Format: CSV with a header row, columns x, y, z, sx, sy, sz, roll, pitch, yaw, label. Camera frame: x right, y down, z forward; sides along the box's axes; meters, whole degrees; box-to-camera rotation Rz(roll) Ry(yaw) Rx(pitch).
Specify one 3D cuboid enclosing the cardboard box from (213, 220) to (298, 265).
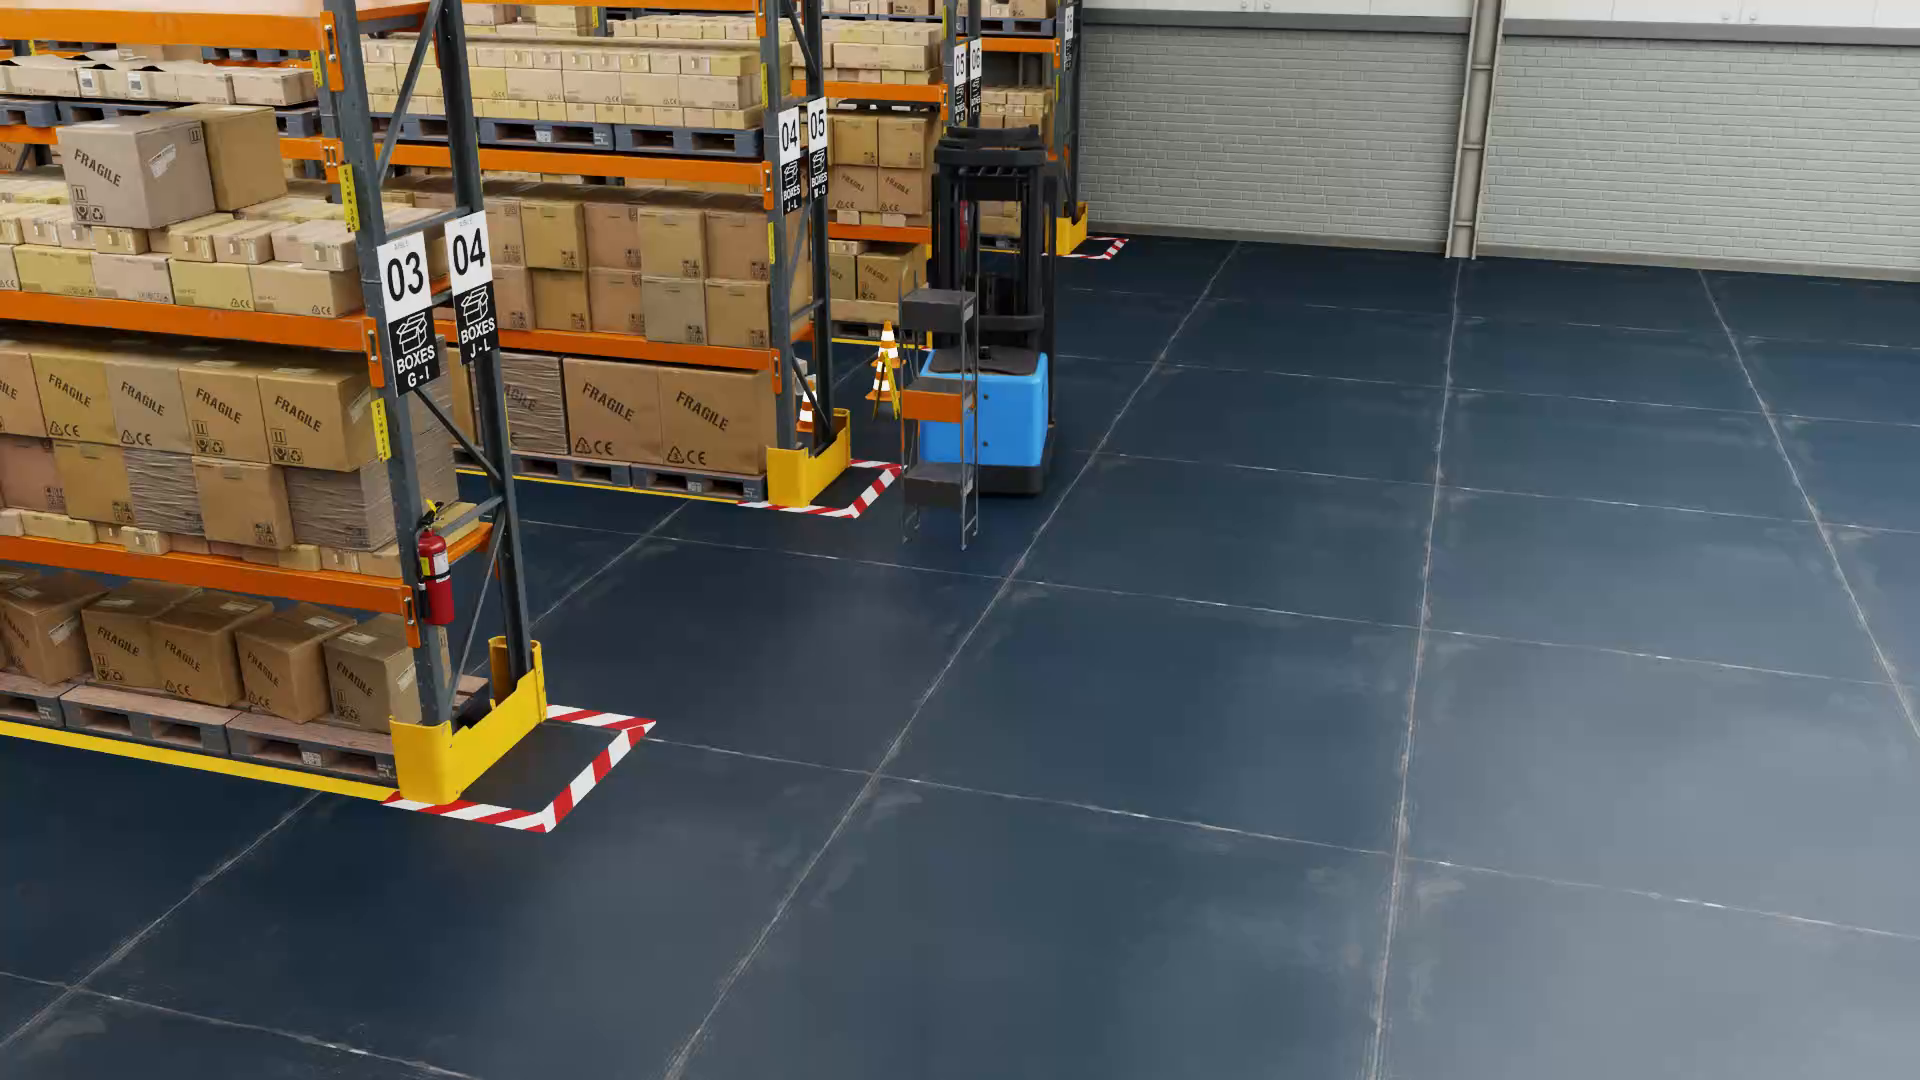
x,y,z,sx,sy,sz,roll,pitch,yaw,label
-3.705,-1.572,8.774,0.250,0.149,0.380,6,23,13,cardboard box

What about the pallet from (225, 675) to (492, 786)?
x,y,z,sx,sy,sz,roll,pitch,yaw,label
-3.680,1.089,10.241,1.213,0.211,1.003,7,23,16,pallet

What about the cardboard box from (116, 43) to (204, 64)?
x,y,z,sx,sy,sz,roll,pitch,yaw,label
-7.225,-4.344,15.044,0.500,0.500,0.500,7,23,16,cardboard box

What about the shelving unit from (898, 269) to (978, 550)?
x,y,z,sx,sy,sz,roll,pitch,yaw,label
-0.158,-0.990,12.821,0.503,2.100,0.431,7,23,16,shelving unit

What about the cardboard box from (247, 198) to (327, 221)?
x,y,z,sx,sy,sz,roll,pitch,yaw,label
-3.775,-1.810,9.355,0.250,0.149,0.380,7,23,18,cardboard box

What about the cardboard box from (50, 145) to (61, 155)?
x,y,z,sx,sy,sz,roll,pitch,yaw,label
-11.126,-5.018,20.994,0.500,0.250,0.500,6,23,14,cardboard box

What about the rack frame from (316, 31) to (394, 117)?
x,y,z,sx,sy,sz,roll,pitch,yaw,label
-5.140,-5.096,13.740,0.127,3.000,1.000,7,23,16,rack frame

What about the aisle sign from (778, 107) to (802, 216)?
x,y,z,sx,sy,sz,roll,pitch,yaw,label
-1.329,-2.968,13.032,0.004,0.787,0.394,7,23,16,aisle sign

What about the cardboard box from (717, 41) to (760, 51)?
x,y,z,sx,sy,sz,roll,pitch,yaw,label
-1.778,-3.943,13.477,0.250,0.149,0.380,7,23,16,cardboard box

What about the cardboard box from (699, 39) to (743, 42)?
x,y,z,sx,sy,sz,roll,pitch,yaw,label
-2.493,-5.325,18.058,0.500,0.250,0.500,7,23,16,cardboard box

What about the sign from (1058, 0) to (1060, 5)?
x,y,z,sx,sy,sz,roll,pitch,yaw,label
1.283,-7.060,21.420,0.005,0.325,0.100,7,23,16,sign

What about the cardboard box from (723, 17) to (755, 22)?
x,y,z,sx,sy,sz,roll,pitch,yaw,label
-2.439,-5.706,18.461,0.250,0.149,0.380,6,23,14,cardboard box

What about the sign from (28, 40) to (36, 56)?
x,y,z,sx,sy,sz,roll,pitch,yaw,label
-8.801,-4.623,15.755,0.005,0.325,0.100,7,23,16,sign

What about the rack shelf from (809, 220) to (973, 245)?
x,y,z,sx,sy,sz,roll,pitch,yaw,label
-1.892,-3.578,18.892,4.000,0.370,1.077,7,23,16,rack shelf

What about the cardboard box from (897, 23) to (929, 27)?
x,y,z,sx,sy,sz,roll,pitch,yaw,label
-0.505,-5.467,17.877,0.250,0.149,0.380,6,23,15,cardboard box

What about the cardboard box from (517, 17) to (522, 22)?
x,y,z,sx,sy,sz,roll,pitch,yaw,label
-5.225,-5.954,19.431,0.500,0.250,0.500,6,23,15,cardboard box

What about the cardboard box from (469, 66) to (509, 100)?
x,y,z,sx,sy,sz,roll,pitch,yaw,label
-3.786,-3.751,13.536,0.500,0.250,0.500,6,23,15,cardboard box

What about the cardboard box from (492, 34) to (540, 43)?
x,y,z,sx,sy,sz,roll,pitch,yaw,label
-3.728,-4.166,14.022,0.250,0.149,0.380,7,23,16,cardboard box

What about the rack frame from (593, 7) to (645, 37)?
x,y,z,sx,sy,sz,roll,pitch,yaw,label
-3.807,-6.905,18.152,0.127,3.000,1.000,7,23,16,rack frame

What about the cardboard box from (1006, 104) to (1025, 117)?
x,y,z,sx,sy,sz,roll,pitch,yaw,label
0.787,-5.795,22.363,0.250,0.149,0.380,7,23,16,cardboard box

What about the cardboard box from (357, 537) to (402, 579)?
x,y,z,sx,sy,sz,roll,pitch,yaw,label
-3.173,0.069,9.384,0.250,0.149,0.380,7,23,16,cardboard box

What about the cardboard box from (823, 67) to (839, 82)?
x,y,z,sx,sy,sz,roll,pitch,yaw,label
-1.368,-5.019,17.837,0.250,0.149,0.380,6,23,15,cardboard box

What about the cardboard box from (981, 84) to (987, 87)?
x,y,z,sx,sy,sz,roll,pitch,yaw,label
0.203,-6.211,22.985,0.250,0.149,0.380,7,23,17,cardboard box

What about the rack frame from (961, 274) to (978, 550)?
x,y,z,sx,sy,sz,roll,pitch,yaw,label
0.075,-0.963,12.756,0.015,2.100,0.400,7,23,16,rack frame

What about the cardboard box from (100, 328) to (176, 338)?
x,y,z,sx,sy,sz,roll,pitch,yaw,label
-4.724,-1.061,9.967,0.500,0.500,0.500,7,23,16,cardboard box

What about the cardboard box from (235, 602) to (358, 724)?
x,y,z,sx,sy,sz,roll,pitch,yaw,label
-4.015,0.744,10.149,0.500,0.500,0.500,13,26,29,cardboard box

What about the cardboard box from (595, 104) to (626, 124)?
x,y,z,sx,sy,sz,roll,pitch,yaw,label
-2.702,-3.419,13.250,0.250,0.149,0.380,6,23,15,cardboard box

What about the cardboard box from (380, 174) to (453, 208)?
x,y,z,sx,sy,sz,roll,pitch,yaw,label
-4.797,-2.836,14.516,0.550,0.550,0.875,7,23,16,cardboard box

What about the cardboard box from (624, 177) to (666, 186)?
x,y,z,sx,sy,sz,roll,pitch,yaw,label
-3.466,-4.164,18.850,0.500,0.500,0.500,6,23,15,cardboard box

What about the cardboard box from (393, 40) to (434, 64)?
x,y,z,sx,sy,sz,roll,pitch,yaw,label
-4.403,-3.982,13.574,0.250,0.149,0.380,6,23,15,cardboard box

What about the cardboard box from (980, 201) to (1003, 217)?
x,y,z,sx,sy,sz,roll,pitch,yaw,label
0.419,-4.647,22.963,0.500,0.250,0.500,6,23,15,cardboard box

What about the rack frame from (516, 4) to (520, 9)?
x,y,z,sx,sy,sz,roll,pitch,yaw,label
-6.206,-9.148,23.618,0.127,3.000,1.000,7,23,16,rack frame

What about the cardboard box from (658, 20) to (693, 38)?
x,y,z,sx,sy,sz,roll,pitch,yaw,label
-3.092,-5.567,18.122,0.250,0.149,0.380,6,23,14,cardboard box

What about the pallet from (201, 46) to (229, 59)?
x,y,z,sx,sy,sz,roll,pitch,yaw,label
-9.340,-6.041,20.247,1.213,0.211,1.003,8,24,18,pallet

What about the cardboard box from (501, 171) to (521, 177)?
x,y,z,sx,sy,sz,roll,pitch,yaw,label
-5.129,-4.241,19.339,0.250,0.149,0.380,7,23,16,cardboard box

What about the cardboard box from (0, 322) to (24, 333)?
x,y,z,sx,sy,sz,roll,pitch,yaw,label
-5.833,-0.980,9.769,0.500,0.500,0.500,7,23,16,cardboard box

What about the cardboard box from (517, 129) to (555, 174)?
x,y,z,sx,sy,sz,roll,pitch,yaw,label
-4.791,-4.529,19.187,0.500,0.500,0.500,7,23,16,cardboard box

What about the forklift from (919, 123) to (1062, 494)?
x,y,z,sx,sy,sz,roll,pitch,yaw,label
0.323,-2.264,14.832,1.130,2.935,3.031,2,22,6,forklift

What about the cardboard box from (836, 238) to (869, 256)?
x,y,z,sx,sy,sz,roll,pitch,yaw,label
-1.191,-3.269,18.420,0.250,0.149,0.380,7,23,17,cardboard box

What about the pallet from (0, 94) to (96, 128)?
x,y,z,sx,sy,sz,roll,pitch,yaw,label
-8.338,-4.008,15.289,1.003,0.211,1.213,8,24,18,pallet

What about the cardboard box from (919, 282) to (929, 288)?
x,y,z,sx,sy,sz,roll,pitch,yaw,label
-0.670,-2.802,19.124,0.500,0.250,0.500,6,23,15,cardboard box

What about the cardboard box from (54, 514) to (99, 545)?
x,y,z,sx,sy,sz,roll,pitch,yaw,label
-5.111,-0.120,9.847,0.250,0.149,0.380,7,23,16,cardboard box

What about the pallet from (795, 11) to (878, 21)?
x,y,z,sx,sy,sz,roll,pitch,yaw,label
-1.553,-7.196,22.930,1.213,0.211,1.003,7,23,16,pallet

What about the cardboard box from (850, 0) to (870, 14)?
x,y,z,sx,sy,sz,roll,pitch,yaw,label
-1.299,-7.202,22.473,0.250,0.149,0.380,7,23,17,cardboard box

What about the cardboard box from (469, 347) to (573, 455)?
x,y,z,sx,sy,sz,roll,pitch,yaw,label
-3.694,-1.340,14.735,0.875,0.875,0.875,7,23,16,cardboard box

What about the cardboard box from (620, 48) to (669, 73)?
x,y,z,sx,sy,sz,roll,pitch,yaw,label
-2.464,-3.760,13.032,0.250,0.149,0.380,7,23,16,cardboard box

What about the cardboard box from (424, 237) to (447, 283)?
x,y,z,sx,sy,sz,roll,pitch,yaw,label
-3.227,-1.556,9.260,0.500,0.250,0.500,7,23,17,cardboard box

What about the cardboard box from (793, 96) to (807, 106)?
x,y,z,sx,sy,sz,roll,pitch,yaw,label
-2.148,-6.149,23.227,0.250,0.149,0.380,6,23,15,cardboard box

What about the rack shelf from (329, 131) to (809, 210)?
x,y,z,sx,sy,sz,roll,pitch,yaw,label
-3.225,-3.156,13.911,4.000,0.370,1.077,7,23,16,rack shelf

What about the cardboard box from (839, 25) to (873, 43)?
x,y,z,sx,sy,sz,roll,pitch,yaw,label
-1.100,-5.372,17.645,0.250,0.149,0.380,7,23,16,cardboard box

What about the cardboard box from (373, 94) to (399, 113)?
x,y,z,sx,sy,sz,roll,pitch,yaw,label
-4.641,-3.641,13.793,0.250,0.149,0.380,7,23,16,cardboard box
